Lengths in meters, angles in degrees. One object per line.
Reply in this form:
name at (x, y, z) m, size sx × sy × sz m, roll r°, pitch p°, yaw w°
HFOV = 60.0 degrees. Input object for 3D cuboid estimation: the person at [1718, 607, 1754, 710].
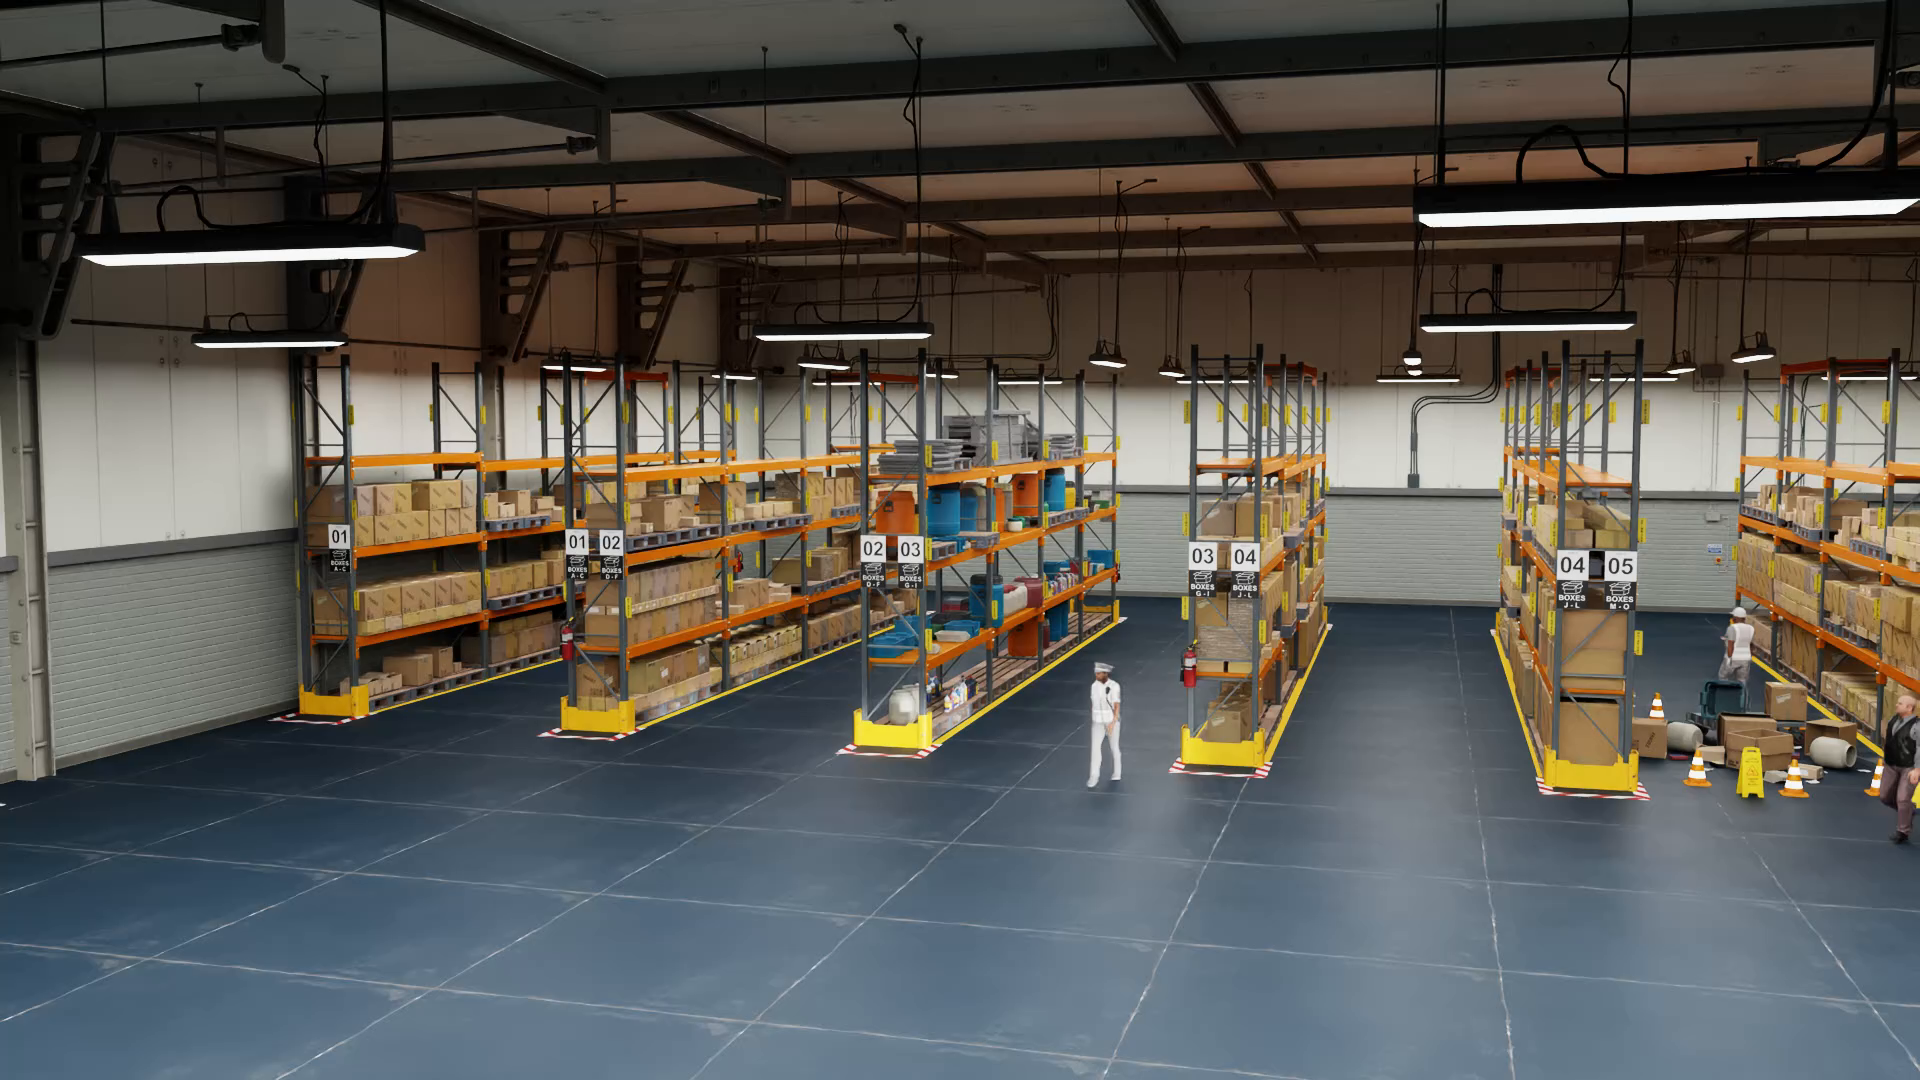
person at (13.037, 2.014, 27.846) m, size 0.565 × 1.771 × 0.496 m, roll 0°, pitch 4°, yaw -4°

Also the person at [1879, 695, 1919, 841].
person at (11.143, 2.665, 19.560) m, size 0.610 × 1.710 × 0.529 m, roll -2°, pitch 5°, yaw -27°

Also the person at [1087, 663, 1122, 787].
person at (1.940, 2.476, 22.507) m, size 0.472 × 1.637 × 0.905 m, roll 2°, pitch 5°, yaw 26°
